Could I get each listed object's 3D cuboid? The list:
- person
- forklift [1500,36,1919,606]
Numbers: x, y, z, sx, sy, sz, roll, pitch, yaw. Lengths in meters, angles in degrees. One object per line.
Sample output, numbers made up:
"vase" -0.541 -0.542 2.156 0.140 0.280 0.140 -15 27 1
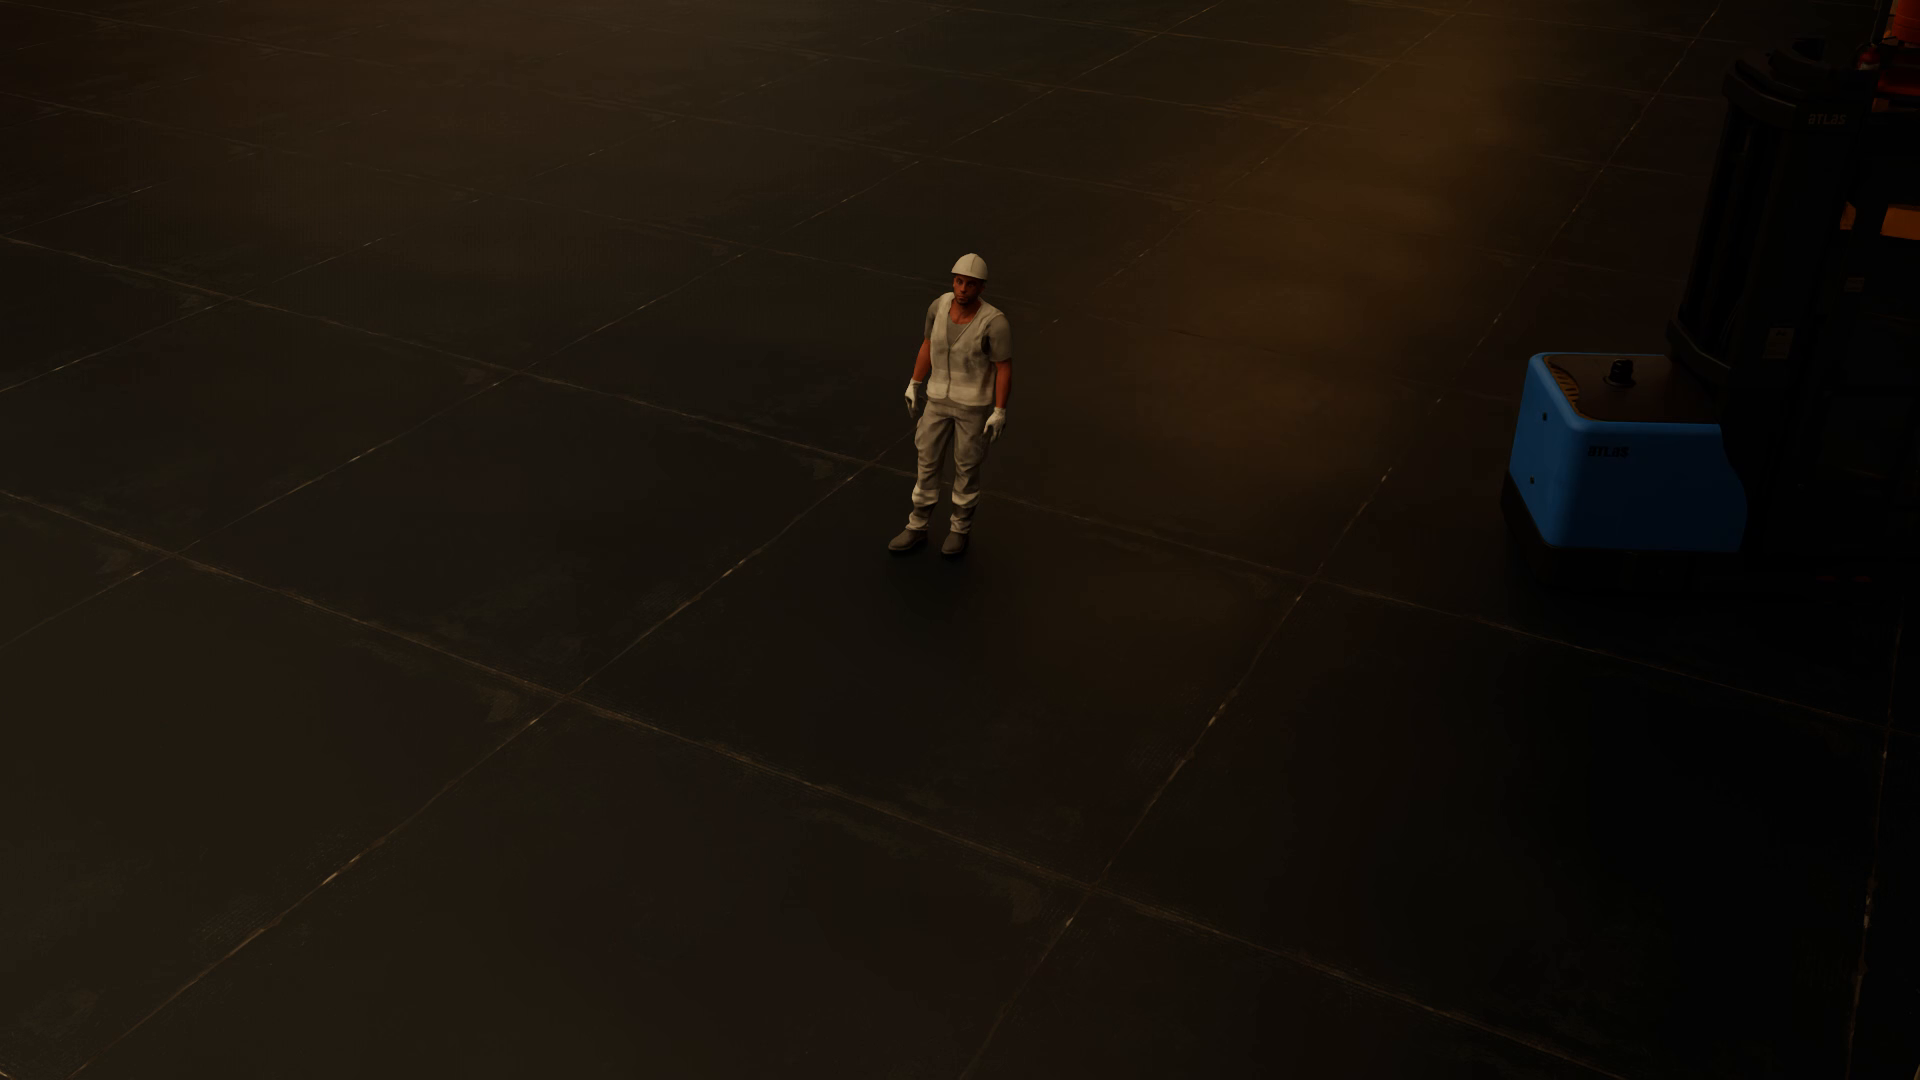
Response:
"person" -0.048 -0.748 9.495 0.638 1.789 0.562 15 33 25
"forklift" 4.815 -1.173 9.103 3.031 2.935 1.130 1 30 3
